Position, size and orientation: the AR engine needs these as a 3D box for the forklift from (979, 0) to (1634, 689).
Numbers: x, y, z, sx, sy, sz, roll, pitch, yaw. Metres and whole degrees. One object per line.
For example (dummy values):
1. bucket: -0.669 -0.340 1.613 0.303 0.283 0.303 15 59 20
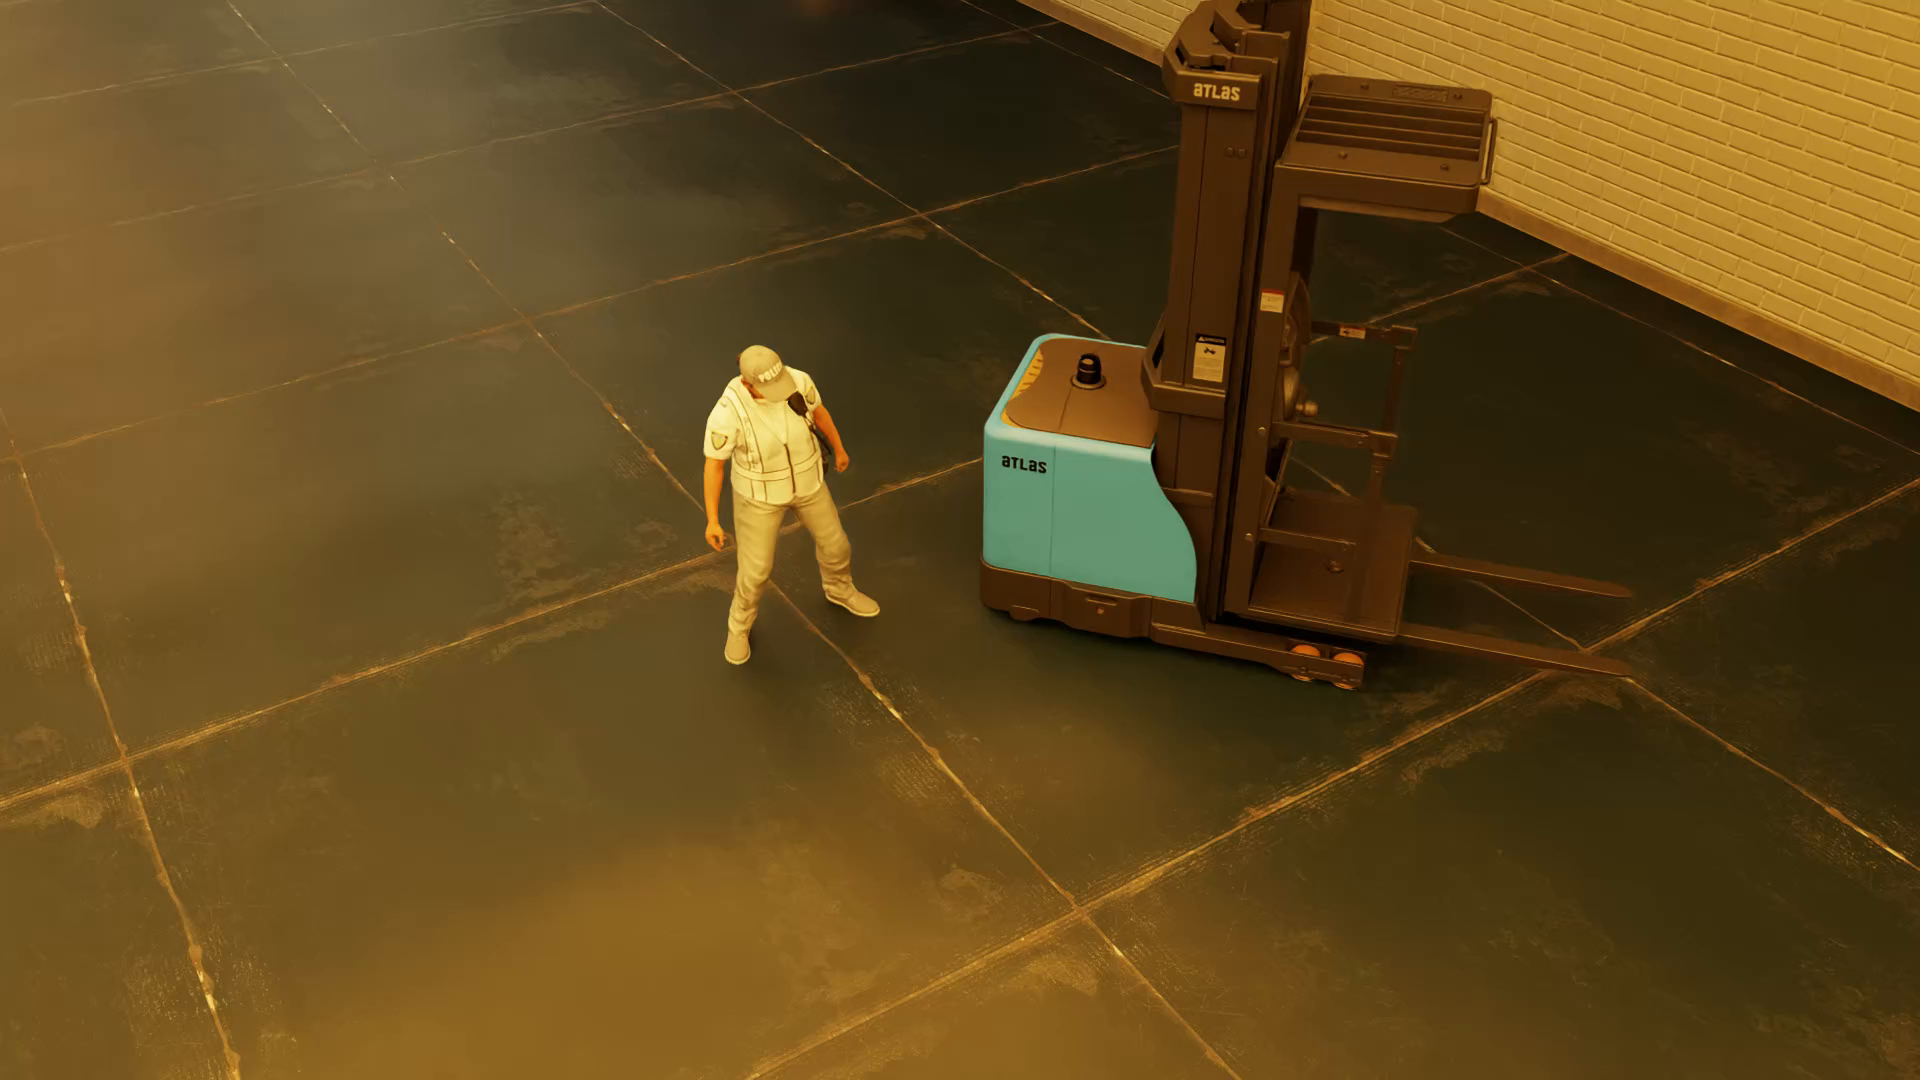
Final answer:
1. forklift: 1.671 -0.853 7.361 3.031 2.935 1.130 10 36 14

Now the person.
1. person: -0.805 -0.217 7.613 0.868 1.618 0.452 -19 39 -24
